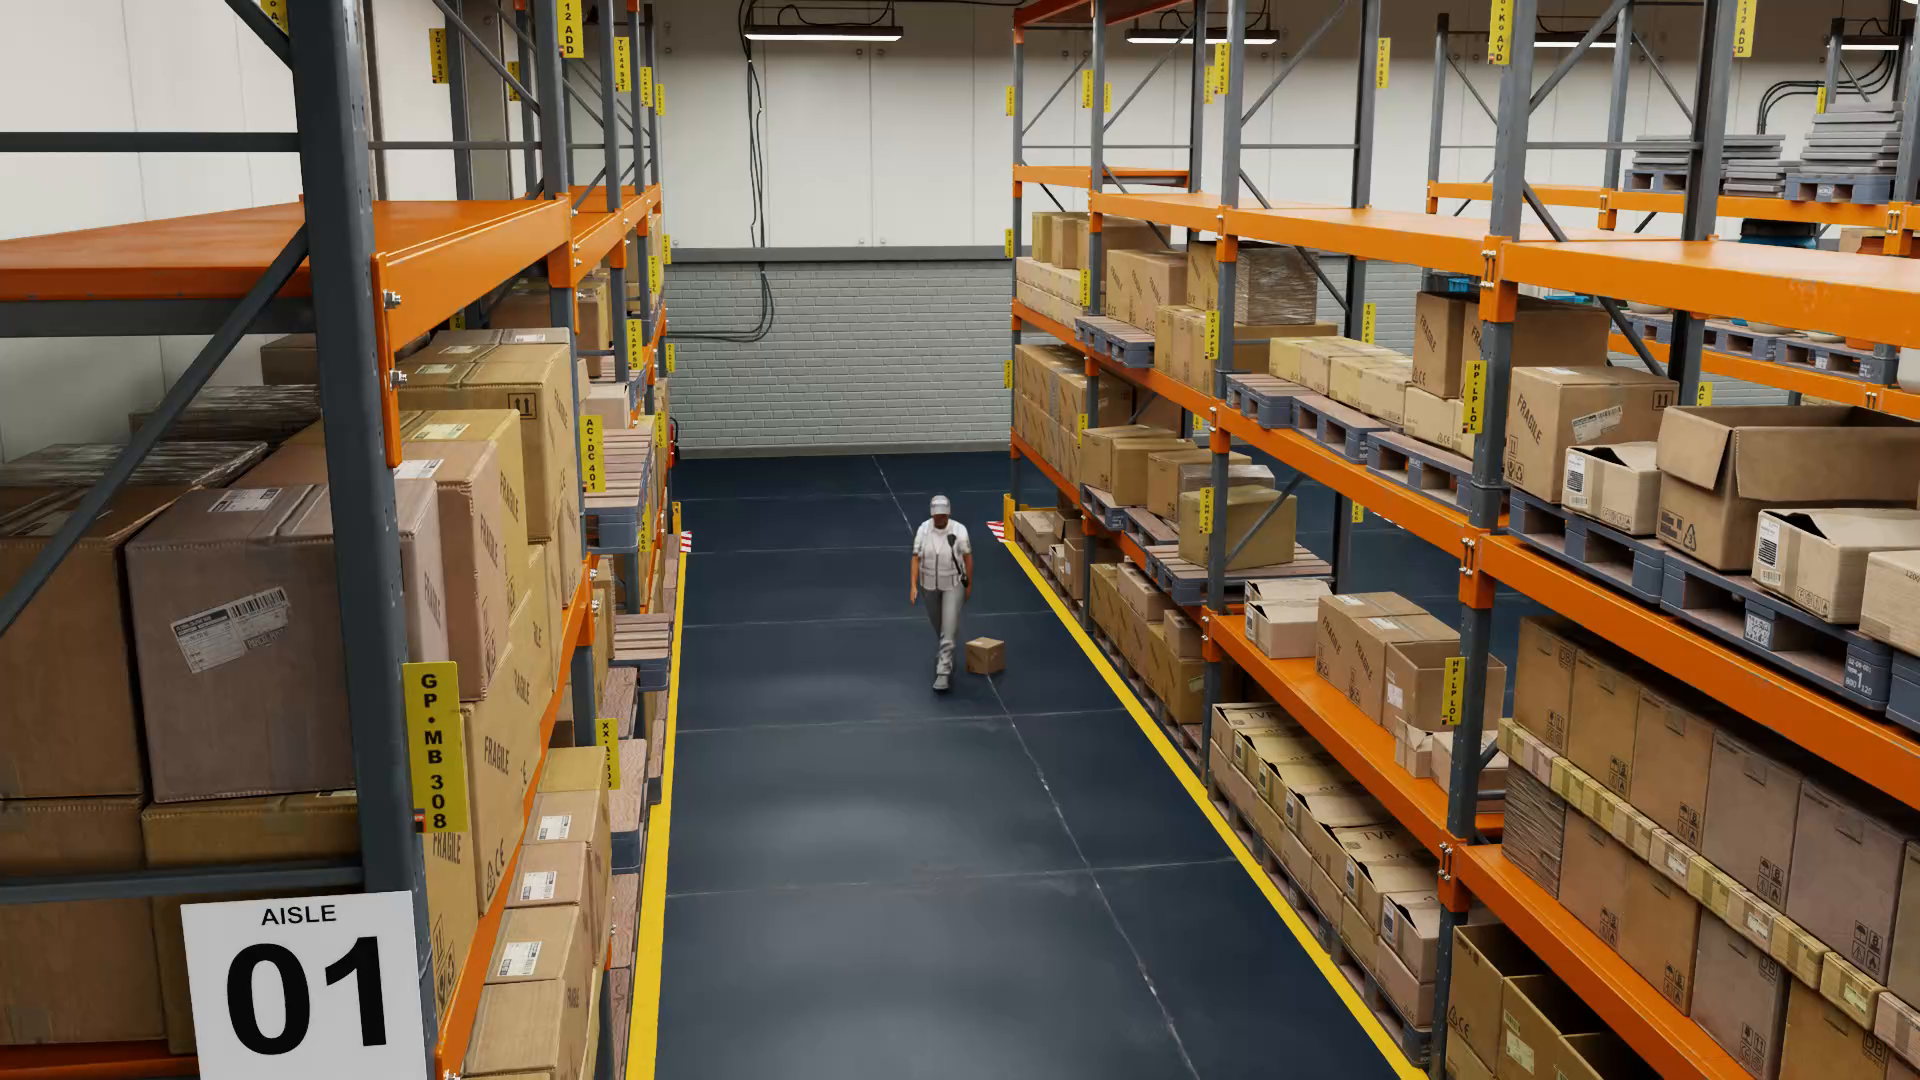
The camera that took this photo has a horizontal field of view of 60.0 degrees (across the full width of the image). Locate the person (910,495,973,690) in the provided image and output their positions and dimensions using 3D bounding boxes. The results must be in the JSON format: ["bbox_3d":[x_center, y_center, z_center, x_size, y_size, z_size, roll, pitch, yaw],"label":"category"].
[{"bbox_3d":[-0.161,0.381,14.338,0.494,1.588,1.070,4,14,17],"label":"person"}]
